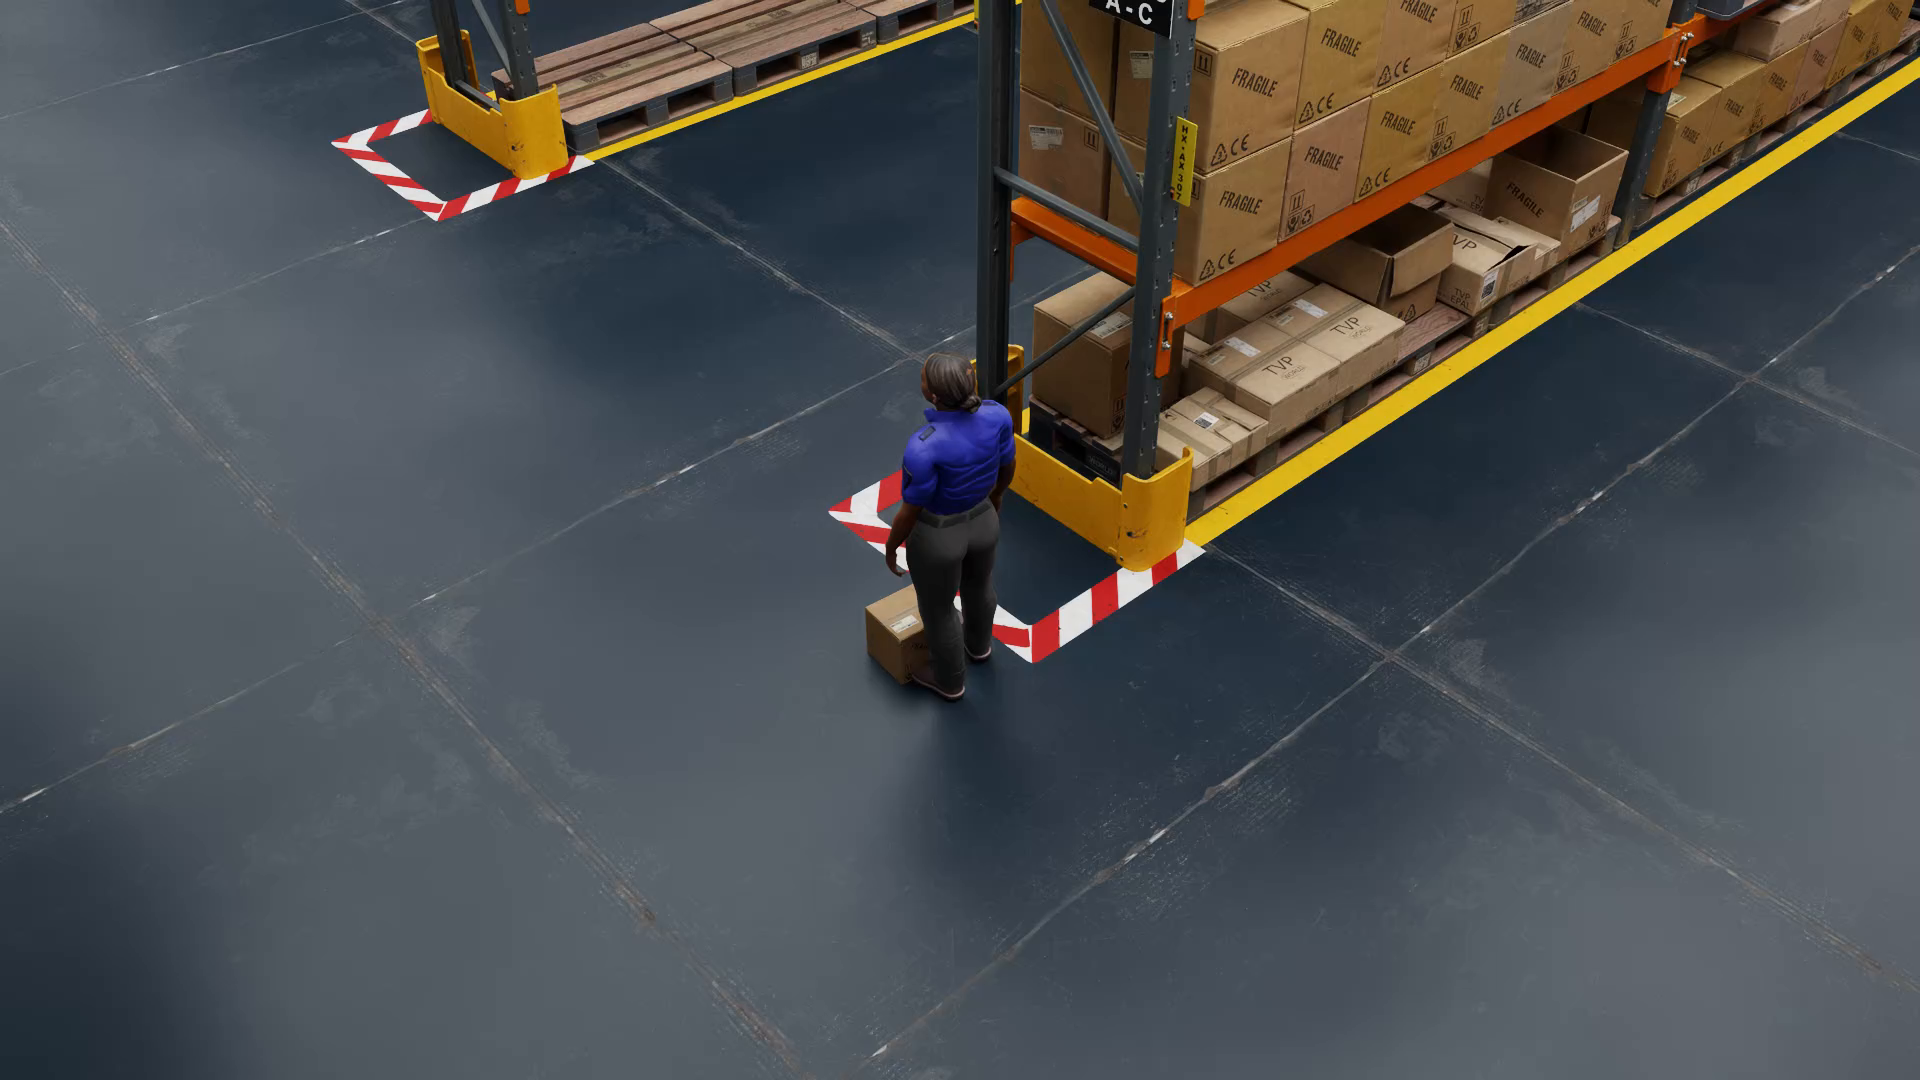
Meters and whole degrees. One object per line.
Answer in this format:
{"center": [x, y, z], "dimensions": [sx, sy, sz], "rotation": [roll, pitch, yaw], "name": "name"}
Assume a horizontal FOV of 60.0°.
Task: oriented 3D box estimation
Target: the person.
{"center": [-0.069, -0.080, 6.241], "dimensions": [0.569, 1.656, 0.503], "rotation": [-26, 46, -27], "name": "person"}
